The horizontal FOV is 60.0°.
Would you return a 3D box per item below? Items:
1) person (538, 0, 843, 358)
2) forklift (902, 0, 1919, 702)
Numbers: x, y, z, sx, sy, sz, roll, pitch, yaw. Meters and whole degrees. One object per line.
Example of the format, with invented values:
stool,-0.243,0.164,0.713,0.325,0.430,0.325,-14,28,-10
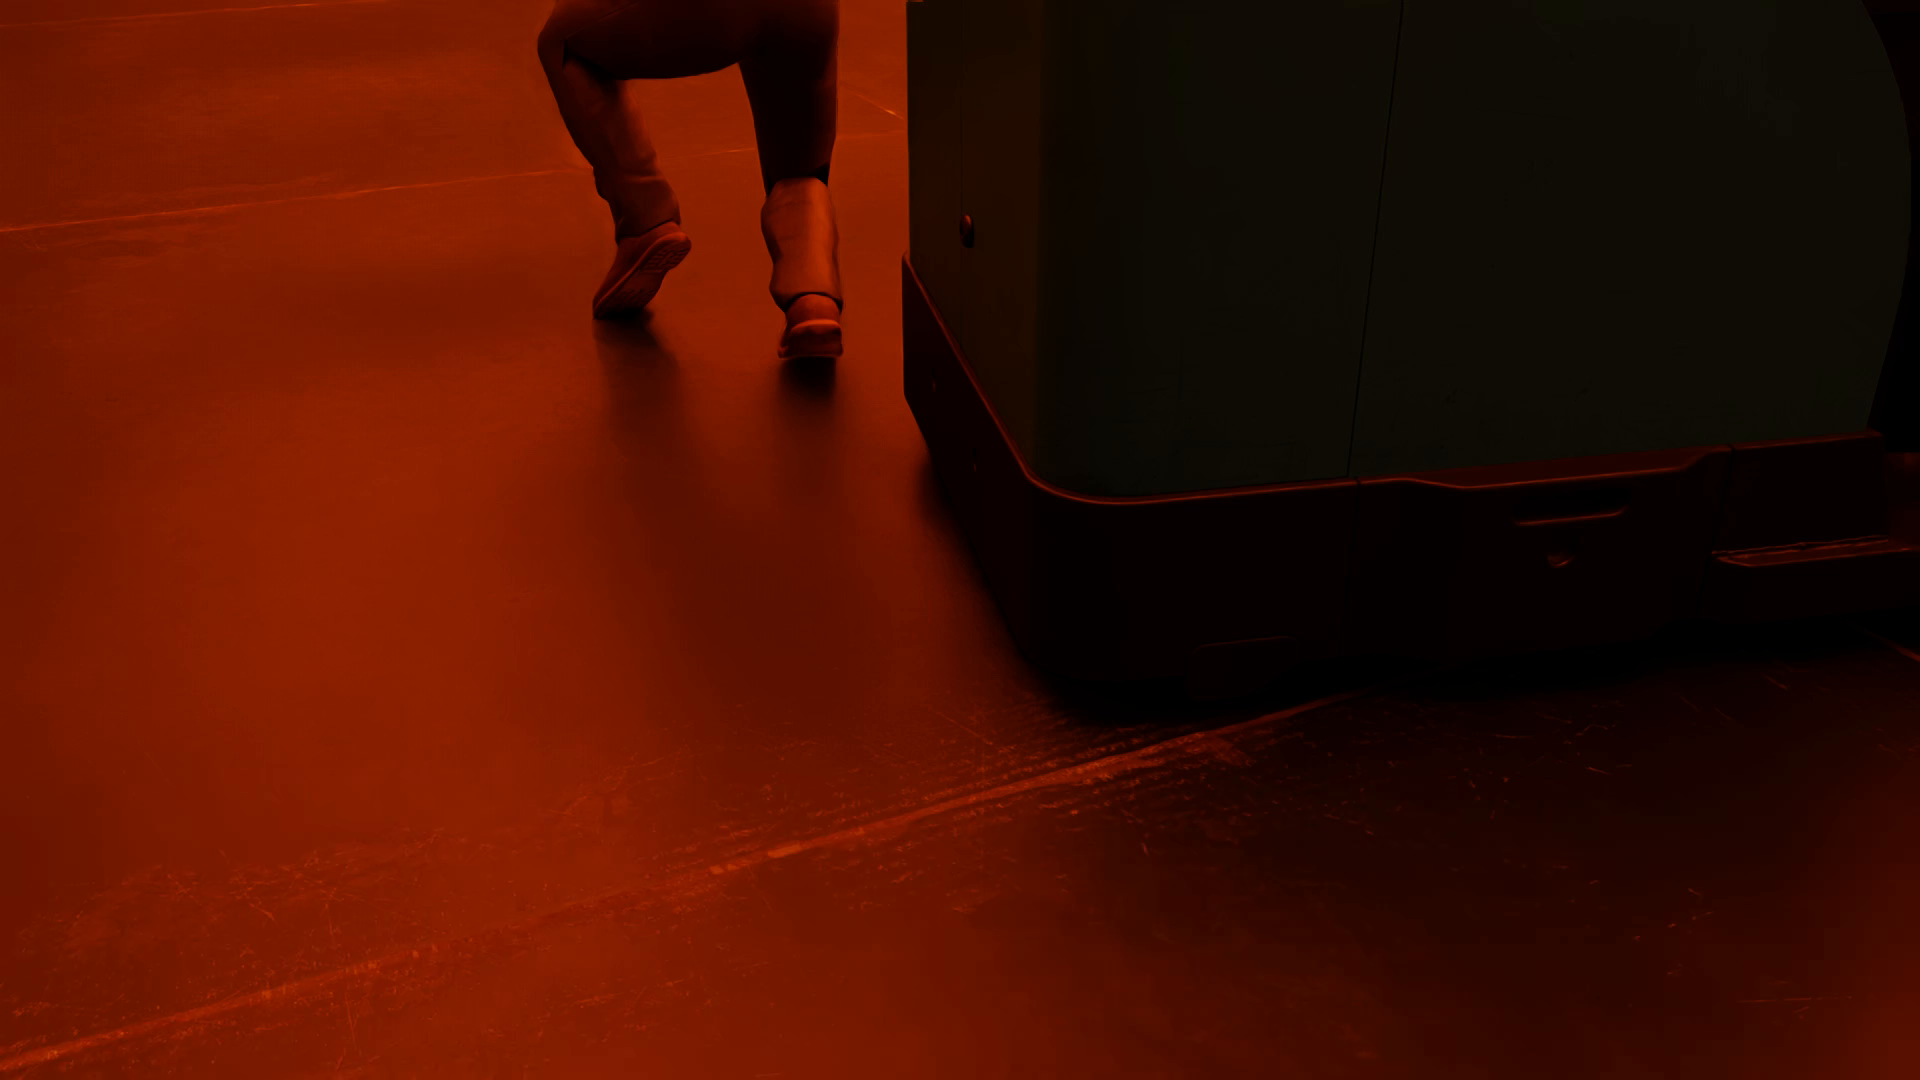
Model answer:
person,-0.667,-0.991,2.833,1.016,1.512,0.798,-17,32,-30
forklift,1.475,-1.432,2.081,3.031,2.935,1.130,-5,28,-10
